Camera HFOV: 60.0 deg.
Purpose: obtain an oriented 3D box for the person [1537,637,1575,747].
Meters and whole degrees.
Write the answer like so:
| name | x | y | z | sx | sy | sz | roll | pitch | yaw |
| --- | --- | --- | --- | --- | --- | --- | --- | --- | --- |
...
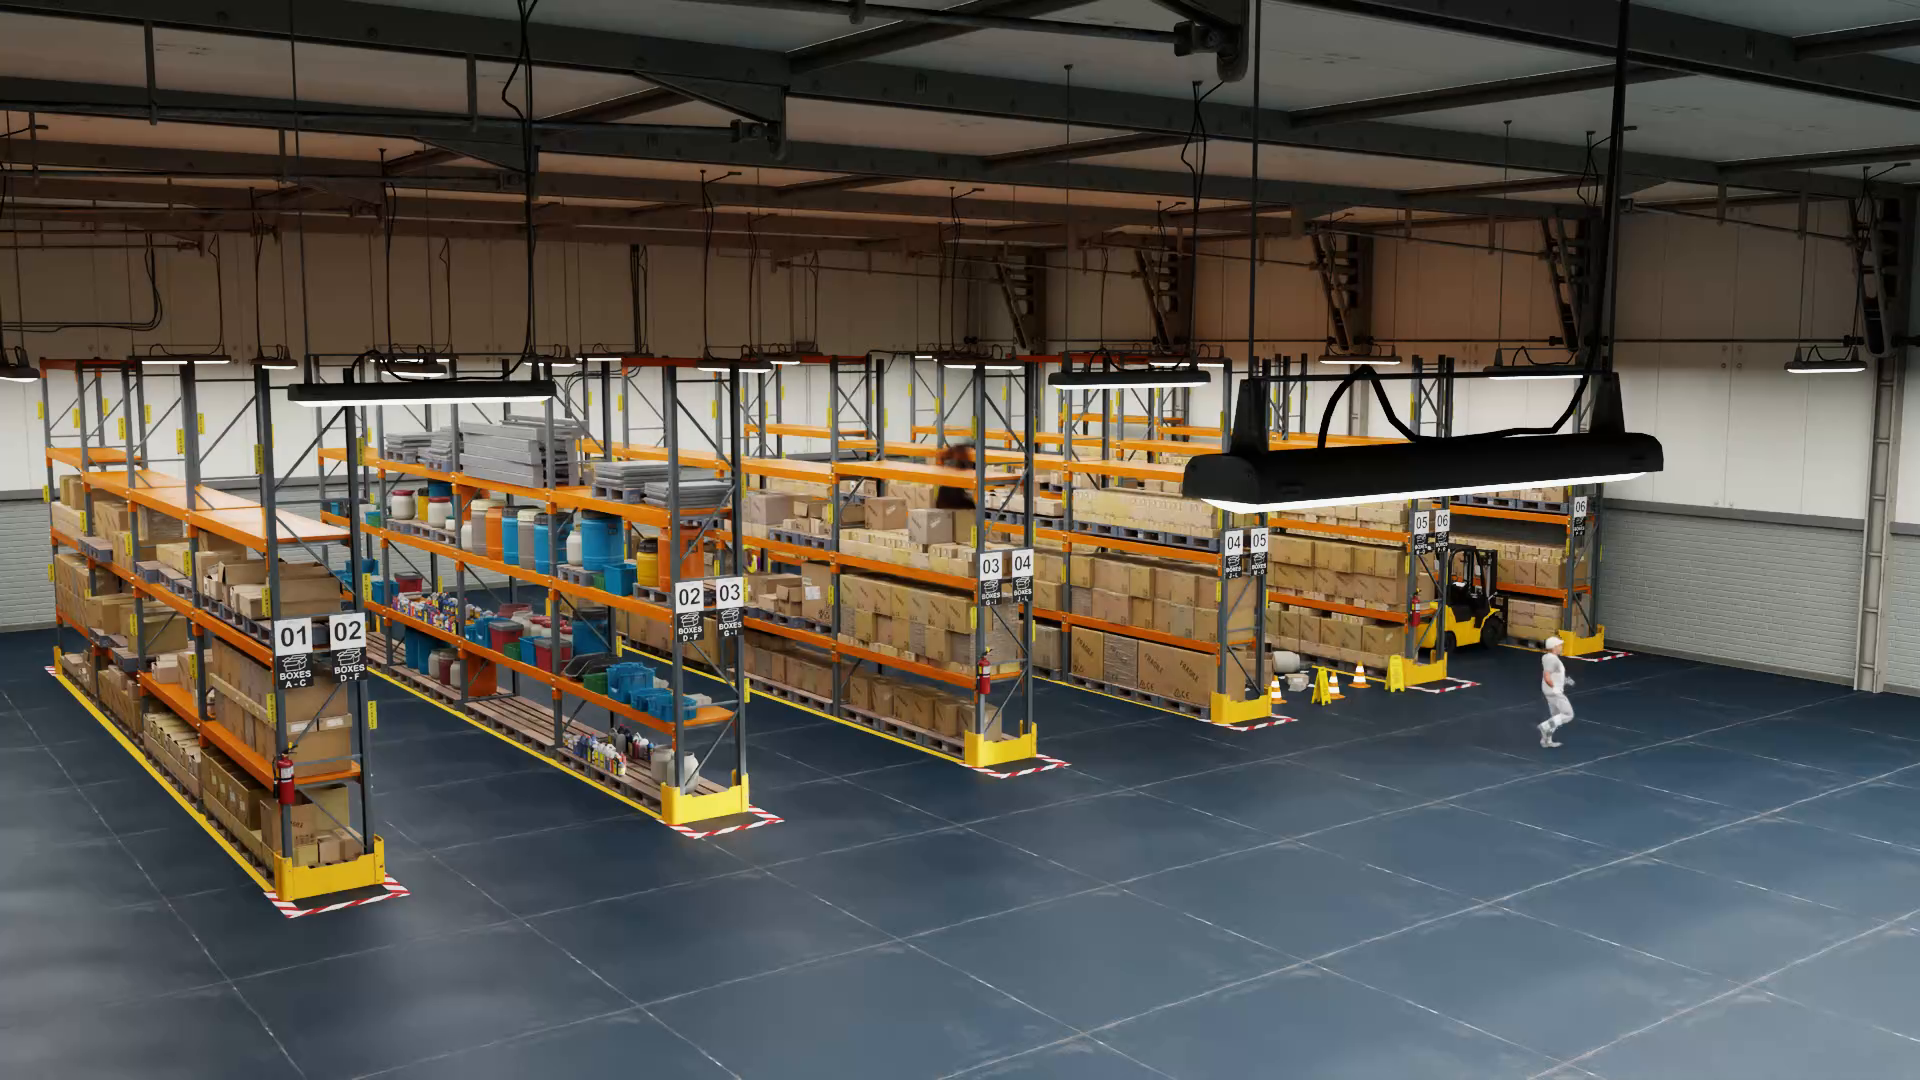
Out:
| name | x | y | z | sx | sy | sz | roll | pitch | yaw |
| --- | --- | --- | --- | --- | --- | --- | --- | --- | --- |
| person | 9.276 | 2.372 | 25.861 | 0.583 | 1.745 | 0.664 | 1 | 7 | 7 |

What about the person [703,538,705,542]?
| name | x | y | z | sx | sy | sz | roll | pitch | yaw |
| --- | --- | --- | --- | --- | --- | --- | --- | --- | --- |
| person | -6.369 | 0.752 | 39.909 | 0.742 | 1.627 | 0.703 | 0 | 7 | -2 |

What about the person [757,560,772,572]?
| name | x | y | z | sx | sy | sz | roll | pitch | yaw |
| --- | --- | --- | --- | --- | --- | --- | --- | --- | --- |
| person | -4.948 | 0.441 | 42.116 | 0.618 | 1.647 | 0.828 | -1 | 7 | -10 |

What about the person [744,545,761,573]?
| name | x | y | z | sx | sy | sz | roll | pitch | yaw |
| --- | --- | --- | --- | --- | --- | --- | --- | --- | --- |
| person | -4.756 | 0.957 | 37.586 | 0.669 | 1.758 | 0.669 | -4 | 8 | -28 |

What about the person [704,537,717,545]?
| name | x | y | z | sx | sy | sz | roll | pitch | yaw |
| --- | --- | --- | --- | --- | --- | --- | --- | --- | --- |
| person | -6.112 | 0.651 | 40.444 | 0.690 | 1.673 | 0.529 | 2 | 7 | 13 |
